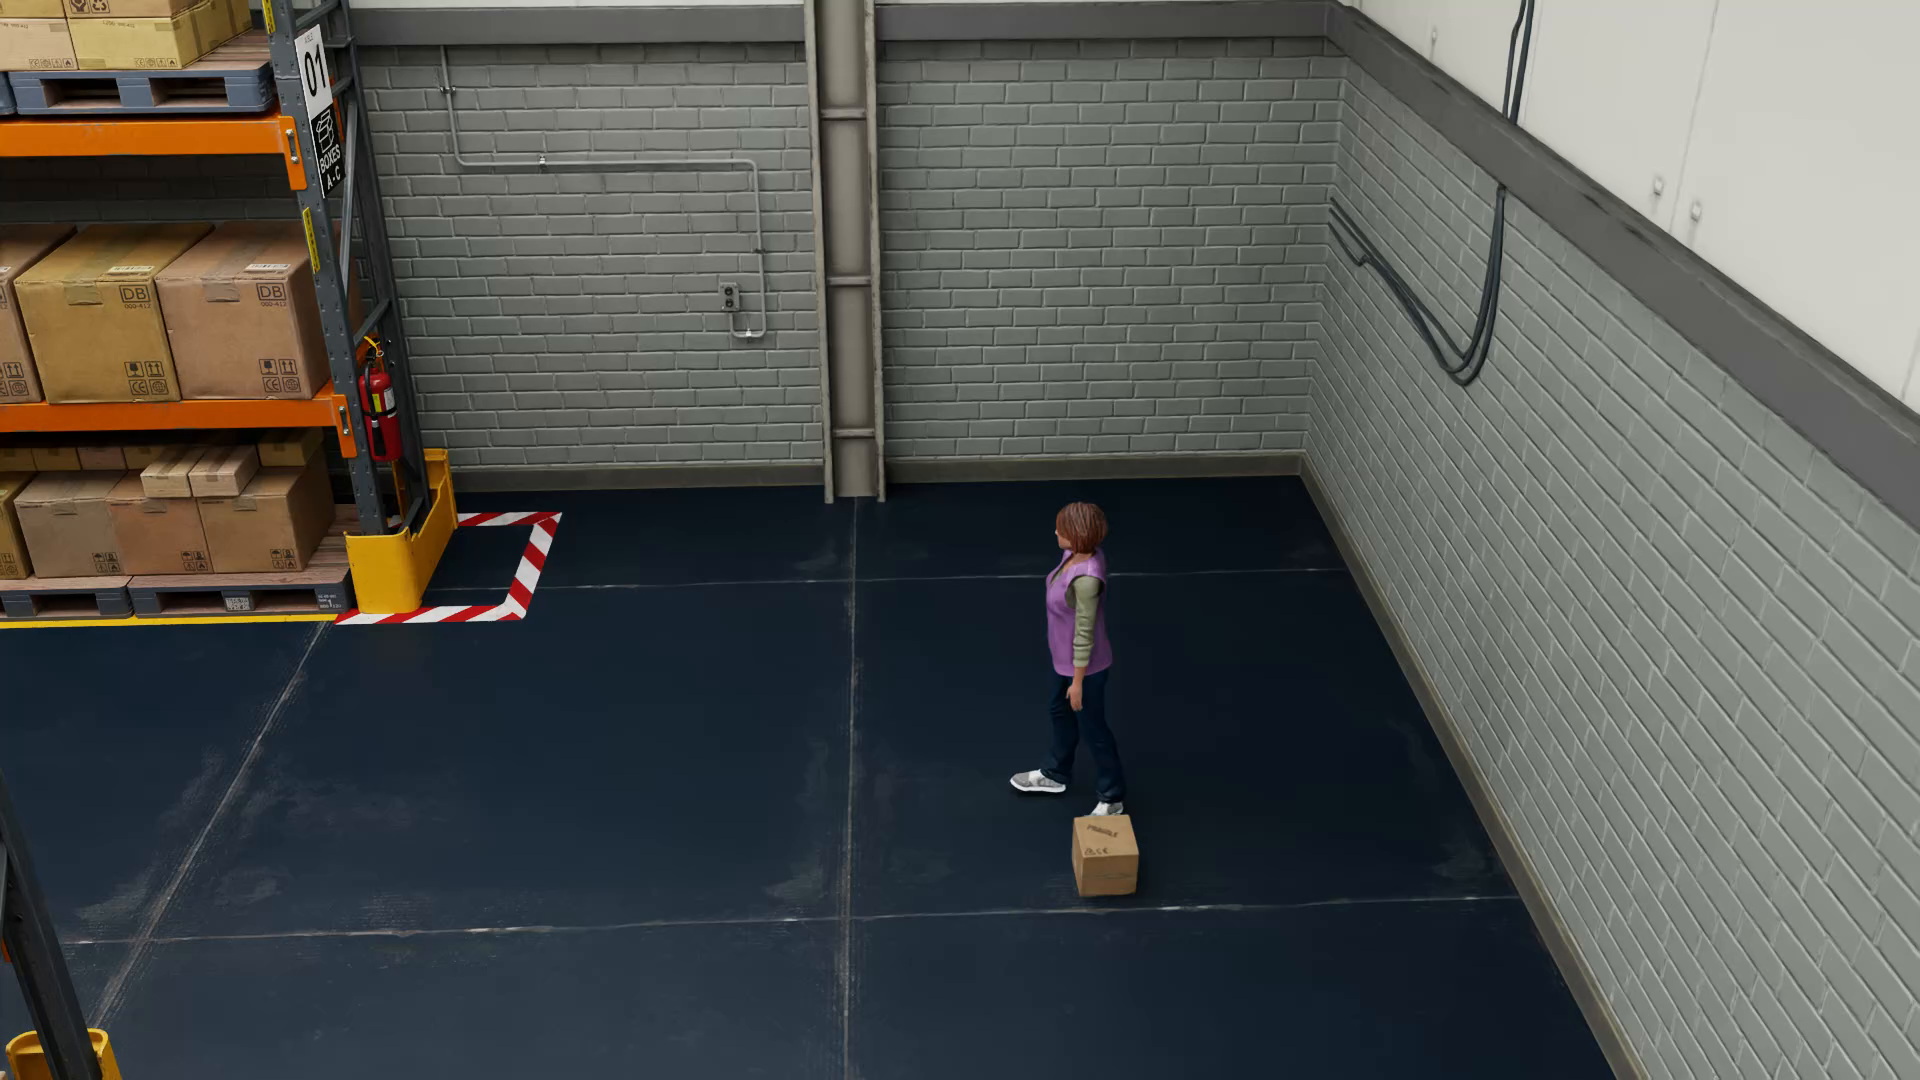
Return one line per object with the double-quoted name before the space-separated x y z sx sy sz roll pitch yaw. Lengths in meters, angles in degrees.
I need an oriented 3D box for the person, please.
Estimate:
"person" 0.512 0.537 7.582 0.528 1.589 0.572 -1 28 -3
